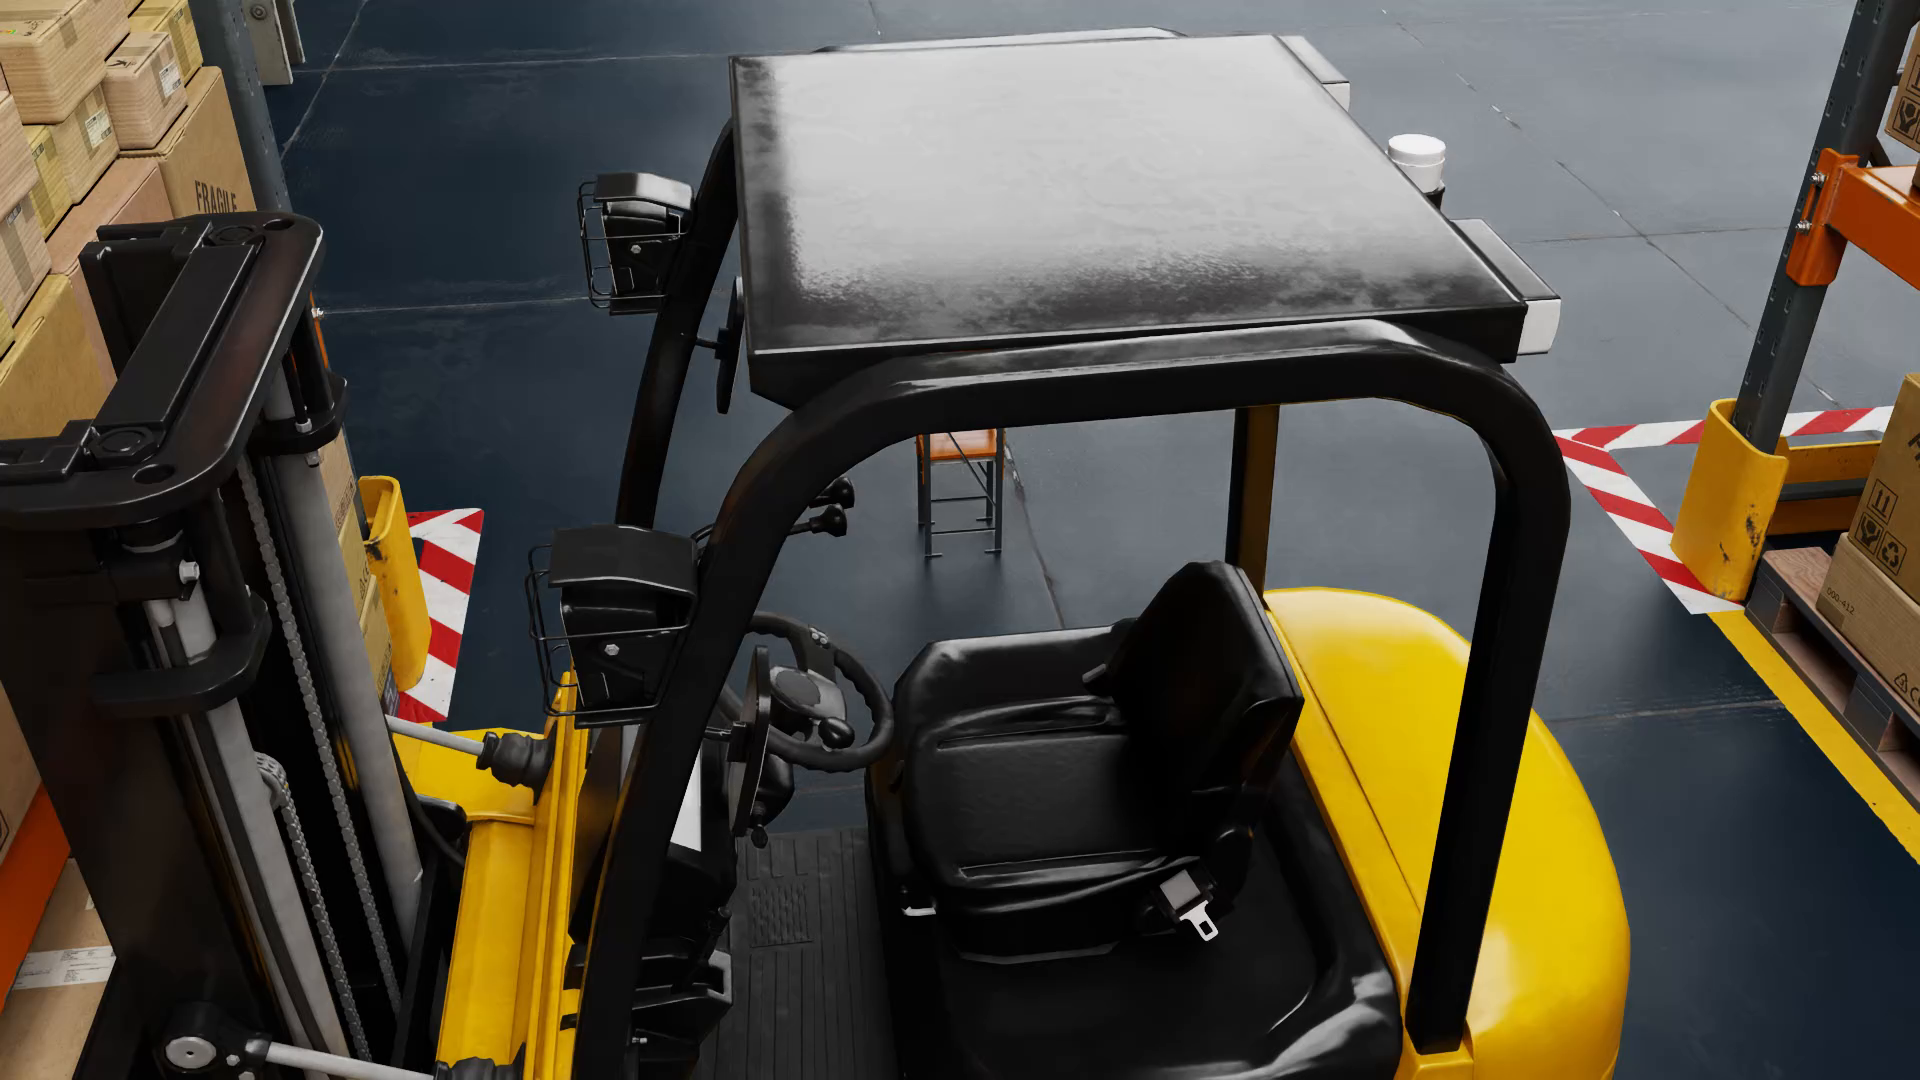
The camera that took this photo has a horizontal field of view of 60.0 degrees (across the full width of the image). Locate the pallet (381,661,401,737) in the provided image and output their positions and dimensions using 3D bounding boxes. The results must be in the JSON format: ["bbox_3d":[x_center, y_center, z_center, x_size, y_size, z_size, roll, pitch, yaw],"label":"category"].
[{"bbox_3d":[-1.962,0.720,4.006,1.003,0.211,1.213,-4,35,-6],"label":"pallet"}]

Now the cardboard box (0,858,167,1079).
[{"bbox_3d":[-1.522,0.776,2.629,0.500,0.250,0.500,-5,35,-7],"label":"cardboard box"}]

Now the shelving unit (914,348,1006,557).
[{"bbox_3d":[-0.002,-0.504,4.924,0.258,1.200,0.189,-4,35,-6],"label":"shelving unit"}]

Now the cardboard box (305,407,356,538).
[{"bbox_3d":[-1.735,-0.073,3.874,0.500,0.250,0.500,-3,34,-5],"label":"cardboard box"}]

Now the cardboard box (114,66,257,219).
[{"bbox_3d":[-1.780,-0.643,3.440,0.500,0.500,0.500,-5,35,-7],"label":"cardboard box"}]

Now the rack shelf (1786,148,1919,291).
[{"bbox_3d":[3.081,0.179,2.962,1.077,0.370,4.000,-4,35,-6],"label":"rack shelf"}]

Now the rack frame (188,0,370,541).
[{"bbox_3d":[-2.106,-0.856,3.842,1.000,3.000,0.127,-4,35,-6],"label":"rack frame"}]

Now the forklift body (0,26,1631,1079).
[{"bbox_3d":[-0.043,0.415,2.731,2.313,2.155,1.214,-4,35,-6],"label":"forklift body"}]

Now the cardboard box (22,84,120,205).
[{"bbox_3d":[-1.744,-0.703,2.954,0.380,0.149,0.250,-4,34,-5],"label":"cardboard box"}]

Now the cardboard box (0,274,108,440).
[{"bbox_3d":[-1.650,-0.066,2.595,0.500,0.500,0.500,-5,35,-7],"label":"cardboard box"}]

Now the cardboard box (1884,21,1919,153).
[{"bbox_3d":[2.601,-1.113,3.866,0.500,0.500,0.500,-5,35,-7],"label":"cardboard box"}]

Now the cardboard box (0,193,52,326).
[{"bbox_3d":[-1.639,-0.419,2.536,0.380,0.149,0.250,-5,35,-8],"label":"cardboard box"}]

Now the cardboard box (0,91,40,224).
[{"bbox_3d":[-1.618,-0.544,2.455,0.380,0.149,0.250,-4,34,-5],"label":"cardboard box"}]

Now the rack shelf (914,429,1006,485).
[{"bbox_3d":[-0.002,-0.269,5.084,0.258,0.103,0.180,-4,35,-6],"label":"rack shelf"}]

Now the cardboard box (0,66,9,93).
[{"bbox_3d":[-1.763,-0.681,2.656,0.380,0.149,0.250,-4,34,-6],"label":"cardboard box"}]

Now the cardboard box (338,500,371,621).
[{"bbox_3d":[-1.731,0.148,3.994,0.500,0.250,0.500,-5,35,-7],"label":"cardboard box"}]

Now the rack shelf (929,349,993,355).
[{"bbox_3d":[-0.002,-0.566,4.881,0.258,0.103,0.180,-4,35,-6],"label":"rack shelf"}]

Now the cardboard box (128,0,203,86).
[{"bbox_3d":[-1.782,-0.993,3.379,0.380,0.149,0.250,-4,34,-6],"label":"cardboard box"}]

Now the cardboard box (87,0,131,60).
[{"bbox_3d":[-1.785,-0.969,3.079,0.380,0.149,0.250,-4,35,-6],"label":"cardboard box"}]

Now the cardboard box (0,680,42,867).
[{"bbox_3d":[-1.571,0.213,2.185,0.500,0.500,0.500,-4,34,-6],"label":"cardboard box"}]

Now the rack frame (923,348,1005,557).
[{"bbox_3d":[0.010,-0.453,4.849,0.240,1.200,0.006,-4,35,-6],"label":"rack frame"}]

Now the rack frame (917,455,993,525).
[{"bbox_3d":[-0.014,-0.555,4.999,0.240,1.200,0.006,-4,35,-6],"label":"rack frame"}]

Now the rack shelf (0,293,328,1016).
[{"bbox_3d":[-1.837,0.557,2.407,1.077,0.370,4.000,-4,35,-6],"label":"rack shelf"}]

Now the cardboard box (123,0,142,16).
[{"bbox_3d":[-1.849,-1.104,3.278,0.380,0.149,0.250,-4,35,-6],"label":"cardboard box"}]

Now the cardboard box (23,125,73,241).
[{"bbox_3d":[-1.722,-0.564,2.749,0.380,0.149,0.250,-5,35,-7],"label":"cardboard box"}]

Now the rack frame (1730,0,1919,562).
[{"bbox_3d":[2.812,-1.234,4.397,1.000,3.000,0.127,-4,35,-6],"label":"rack frame"}]

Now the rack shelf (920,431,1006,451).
[{"bbox_3d":[-0.002,-0.368,5.017,0.258,0.103,0.180,-4,35,-6],"label":"rack shelf"}]

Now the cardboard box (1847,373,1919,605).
[{"bbox_3d":[2.650,-0.097,4.131,0.500,0.500,0.500,-5,35,-8],"label":"cardboard box"}]

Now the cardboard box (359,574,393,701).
[{"bbox_3d":[-1.730,0.345,4.149,0.500,0.250,0.500,-4,34,-6],"label":"cardboard box"}]

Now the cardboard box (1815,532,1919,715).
[{"bbox_3d":[2.646,0.200,4.362,0.500,0.250,0.500,-5,35,-7],"label":"cardboard box"}]

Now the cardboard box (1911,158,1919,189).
[{"bbox_3d":[2.653,-0.925,4.167,0.380,0.149,0.250,-4,35,-6],"label":"cardboard box"}]

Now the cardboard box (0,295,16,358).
[{"bbox_3d":[-1.585,-0.279,2.331,0.380,0.149,0.250,-4,34,-6],"label":"cardboard box"}]

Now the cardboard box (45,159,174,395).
[{"bbox_3d":[-1.719,-0.352,3.015,0.500,0.500,0.500,-3,34,-5],"label":"cardboard box"}]

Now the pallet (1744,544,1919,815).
[{"bbox_3d":[2.896,0.417,4.451,1.003,0.211,1.213,-4,35,-6],"label":"pallet"}]

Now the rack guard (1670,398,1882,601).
[{"bbox_3d":[2.822,-0.159,5.039,1.175,0.500,0.348,-4,35,-6],"label":"rack guard"}]

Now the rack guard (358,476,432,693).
[{"bbox_3d":[-2.109,0.164,4.566,1.175,0.500,0.348,-4,35,-6],"label":"rack guard"}]

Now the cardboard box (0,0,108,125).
[{"bbox_3d":[-1.723,-0.825,2.868,0.380,0.149,0.250,-4,34,-5],"label":"cardboard box"}]

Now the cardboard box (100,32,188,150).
[{"bbox_3d":[-1.718,-0.853,3.173,0.380,0.149,0.250,-4,34,-6],"label":"cardboard box"}]

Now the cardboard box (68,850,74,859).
[{"bbox_3d":[-1.583,0.492,3.045,0.500,0.250,0.500,-4,34,-6],"label":"cardboard box"}]

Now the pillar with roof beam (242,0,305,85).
[{"bbox_3d":[0.553,-6.552,6.874,9.100,9.000,0.400,-4,35,-6],"label":"pillar with roof beam"}]
